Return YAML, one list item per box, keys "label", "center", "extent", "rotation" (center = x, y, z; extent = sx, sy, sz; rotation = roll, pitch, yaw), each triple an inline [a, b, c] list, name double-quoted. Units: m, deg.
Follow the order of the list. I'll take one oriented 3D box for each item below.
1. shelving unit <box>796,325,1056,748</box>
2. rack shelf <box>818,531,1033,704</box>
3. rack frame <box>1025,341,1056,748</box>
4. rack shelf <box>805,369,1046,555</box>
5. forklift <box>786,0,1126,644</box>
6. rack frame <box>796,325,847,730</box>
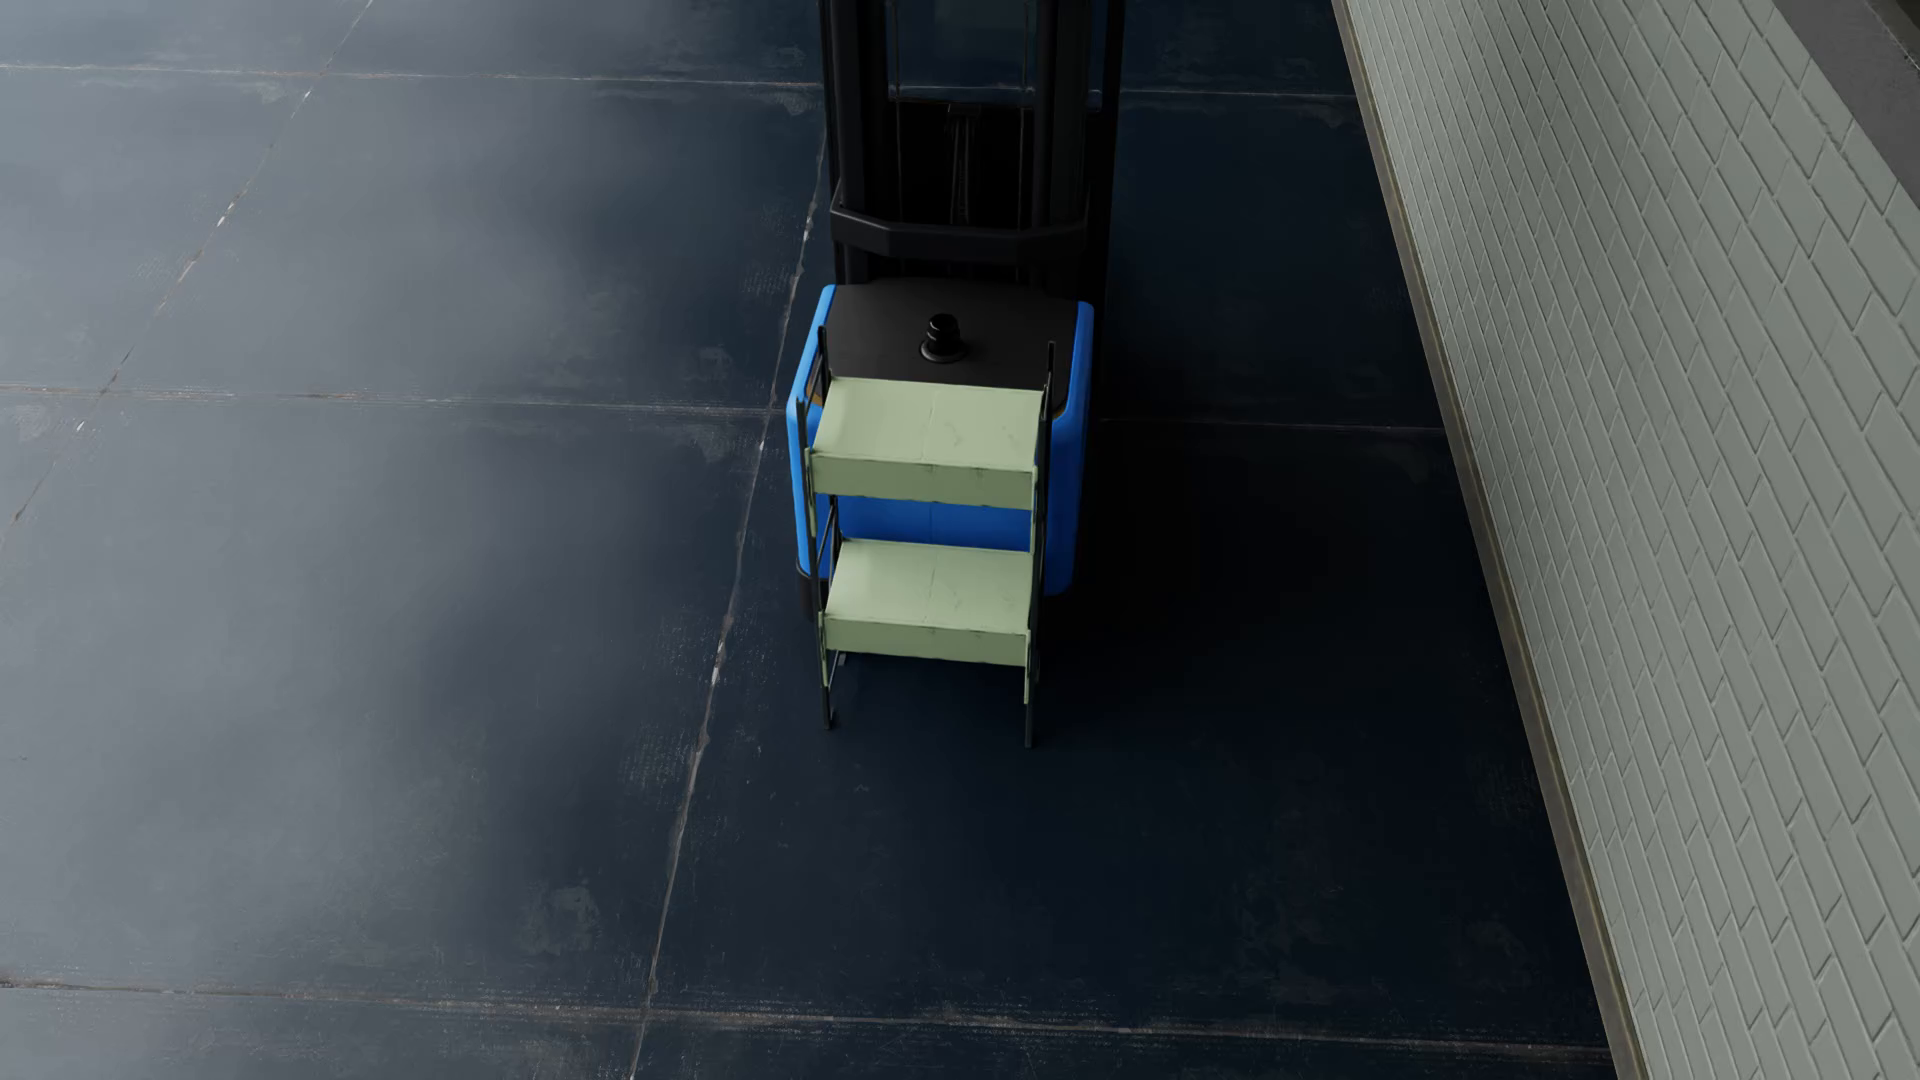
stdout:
- label: "shelving unit"
  center: [-0.097, 0.031, 5.617]
  extent: [0.755, 1.500, 0.431]
  rotation: [5, 43, 5]
- label: "rack shelf"
  center: [-0.097, 0.269, 5.839]
  extent: [0.720, 0.370, 0.431]
  rotation: [5, 43, 5]
- label: "rack frame"
  center: [0.267, 0.060, 5.586]
  extent: [0.023, 1.500, 0.400]
  rotation: [5, 43, 5]
- label: "rack shelf"
  center: [-0.097, -0.255, 5.351]
  extent: [0.720, 0.370, 0.431]
  rotation: [5, 43, 5]
- label: "forklift"
  center: [0.072, -1.688, 6.412]
  extent: [1.130, 2.935, 3.031]
  rotation: [5, 43, 5]
- label: "rack frame"
  center: [-0.460, 0.002, 5.648]
  extent: [0.023, 1.500, 0.400]
  rotation: [5, 43, 5]
